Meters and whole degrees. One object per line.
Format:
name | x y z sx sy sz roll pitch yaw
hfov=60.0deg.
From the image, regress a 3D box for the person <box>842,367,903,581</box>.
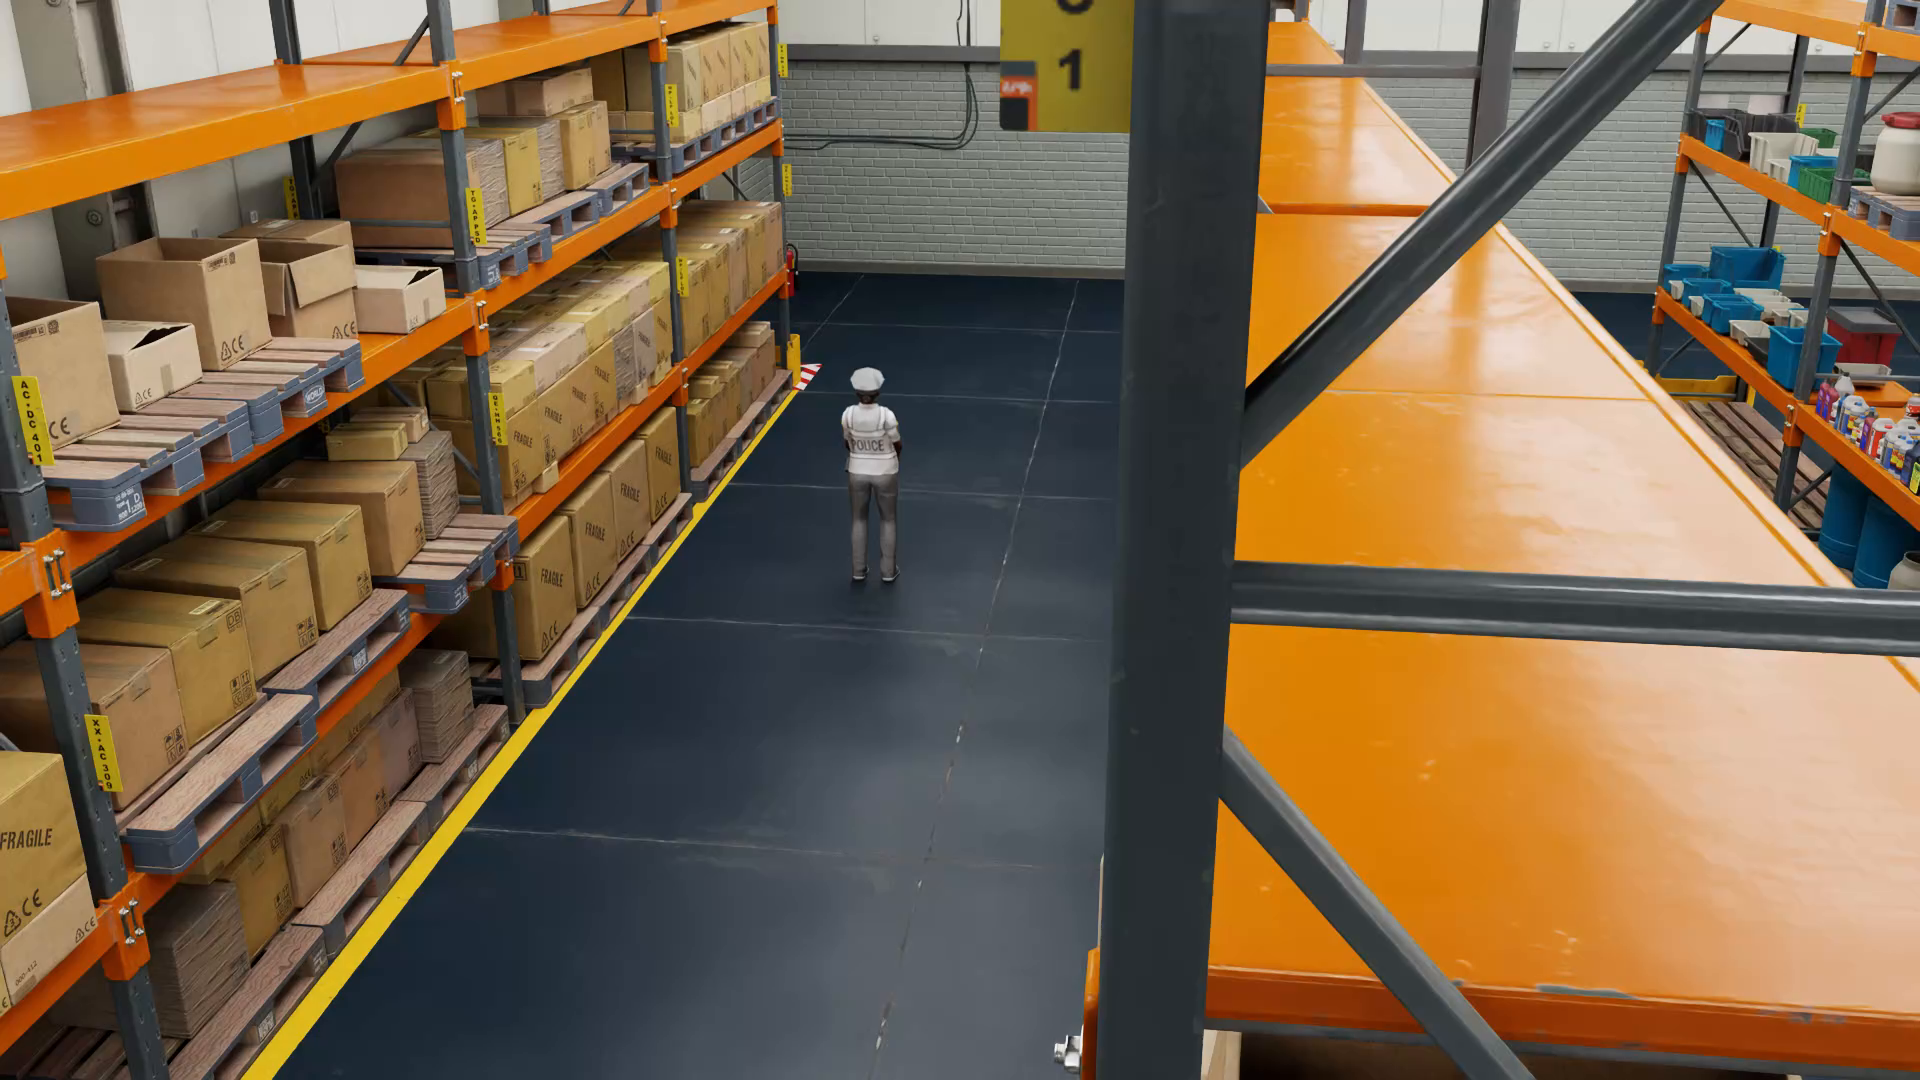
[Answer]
person | -0.655 -0.523 12.791 0.451 1.689 0.527 3 21 7
